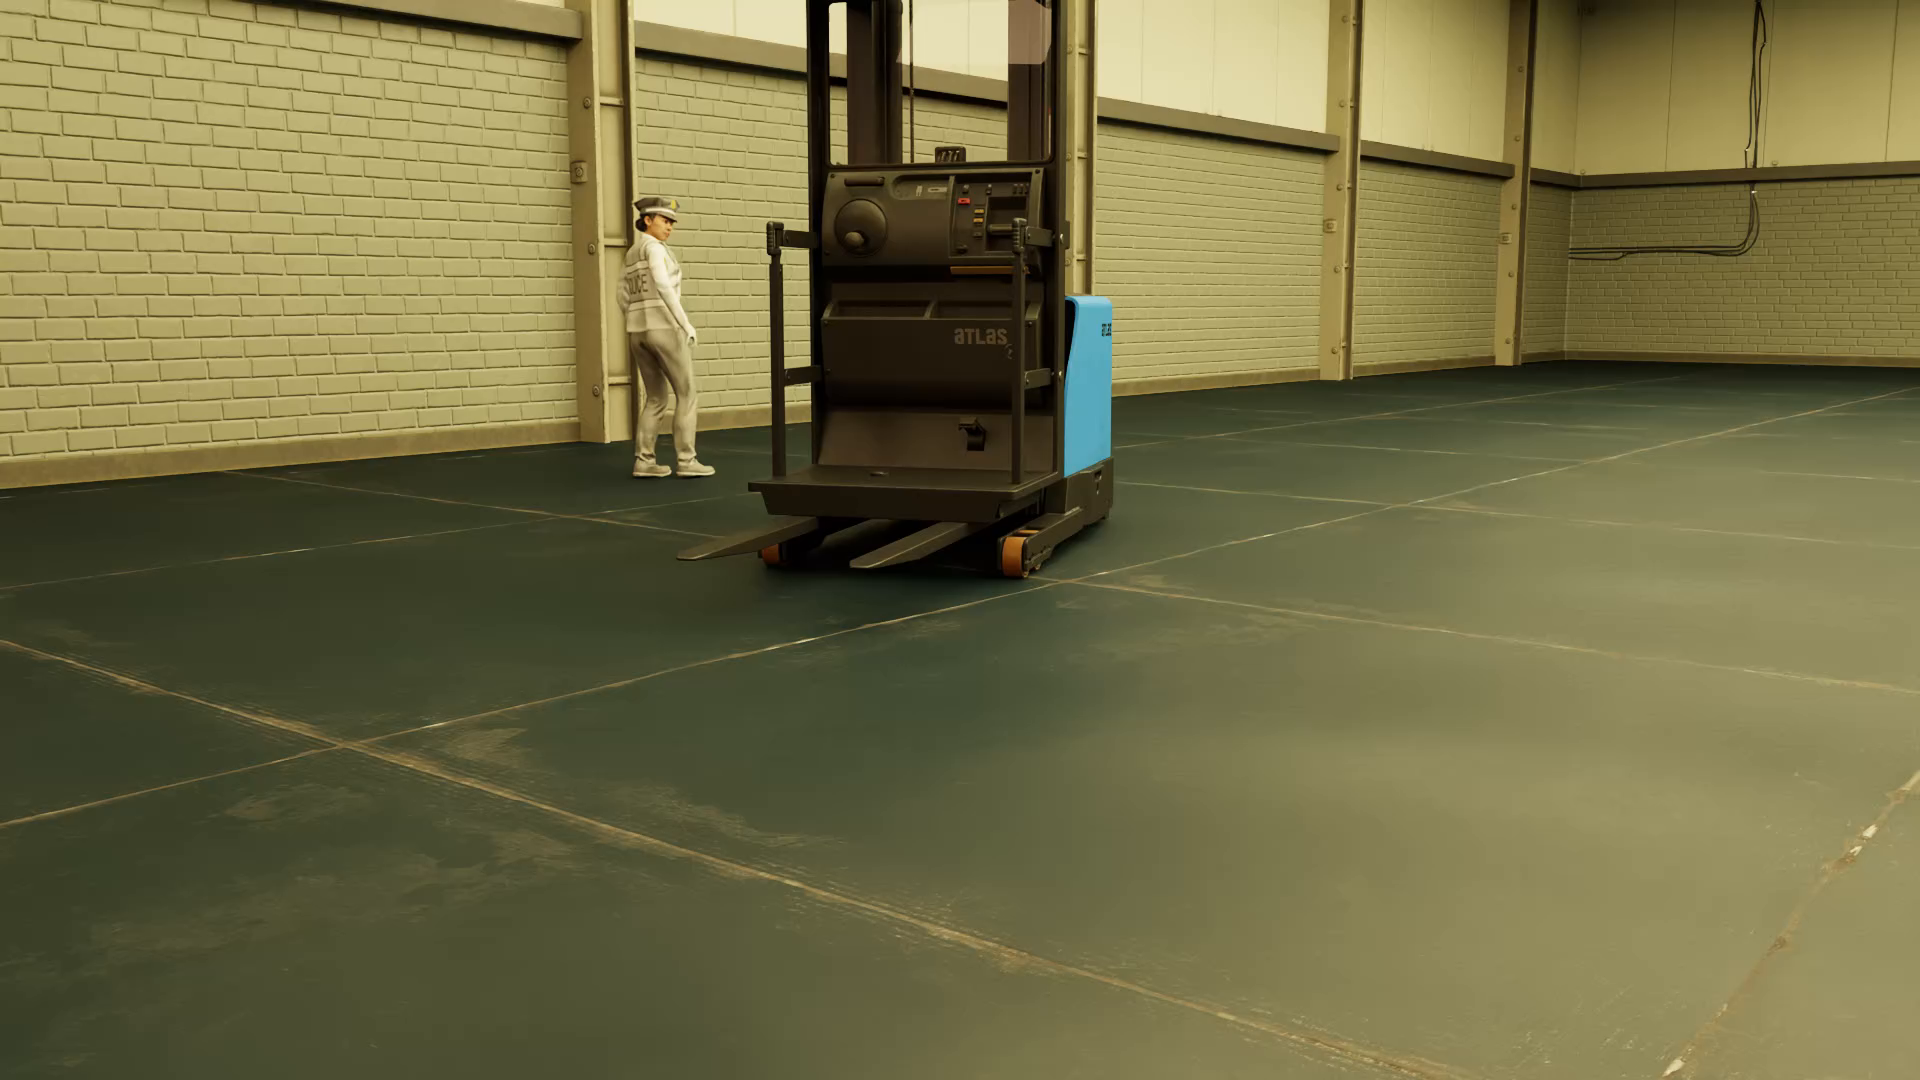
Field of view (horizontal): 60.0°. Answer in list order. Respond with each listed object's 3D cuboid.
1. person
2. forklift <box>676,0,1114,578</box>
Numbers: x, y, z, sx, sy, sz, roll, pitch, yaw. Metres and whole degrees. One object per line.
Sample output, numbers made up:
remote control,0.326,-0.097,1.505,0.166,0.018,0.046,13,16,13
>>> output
person,-1.761,-1.202,9.923,0.468,1.654,0.693,-8,12,-43
forklift,-0.176,-1.366,6.616,1.130,2.935,3.031,3,9,17
